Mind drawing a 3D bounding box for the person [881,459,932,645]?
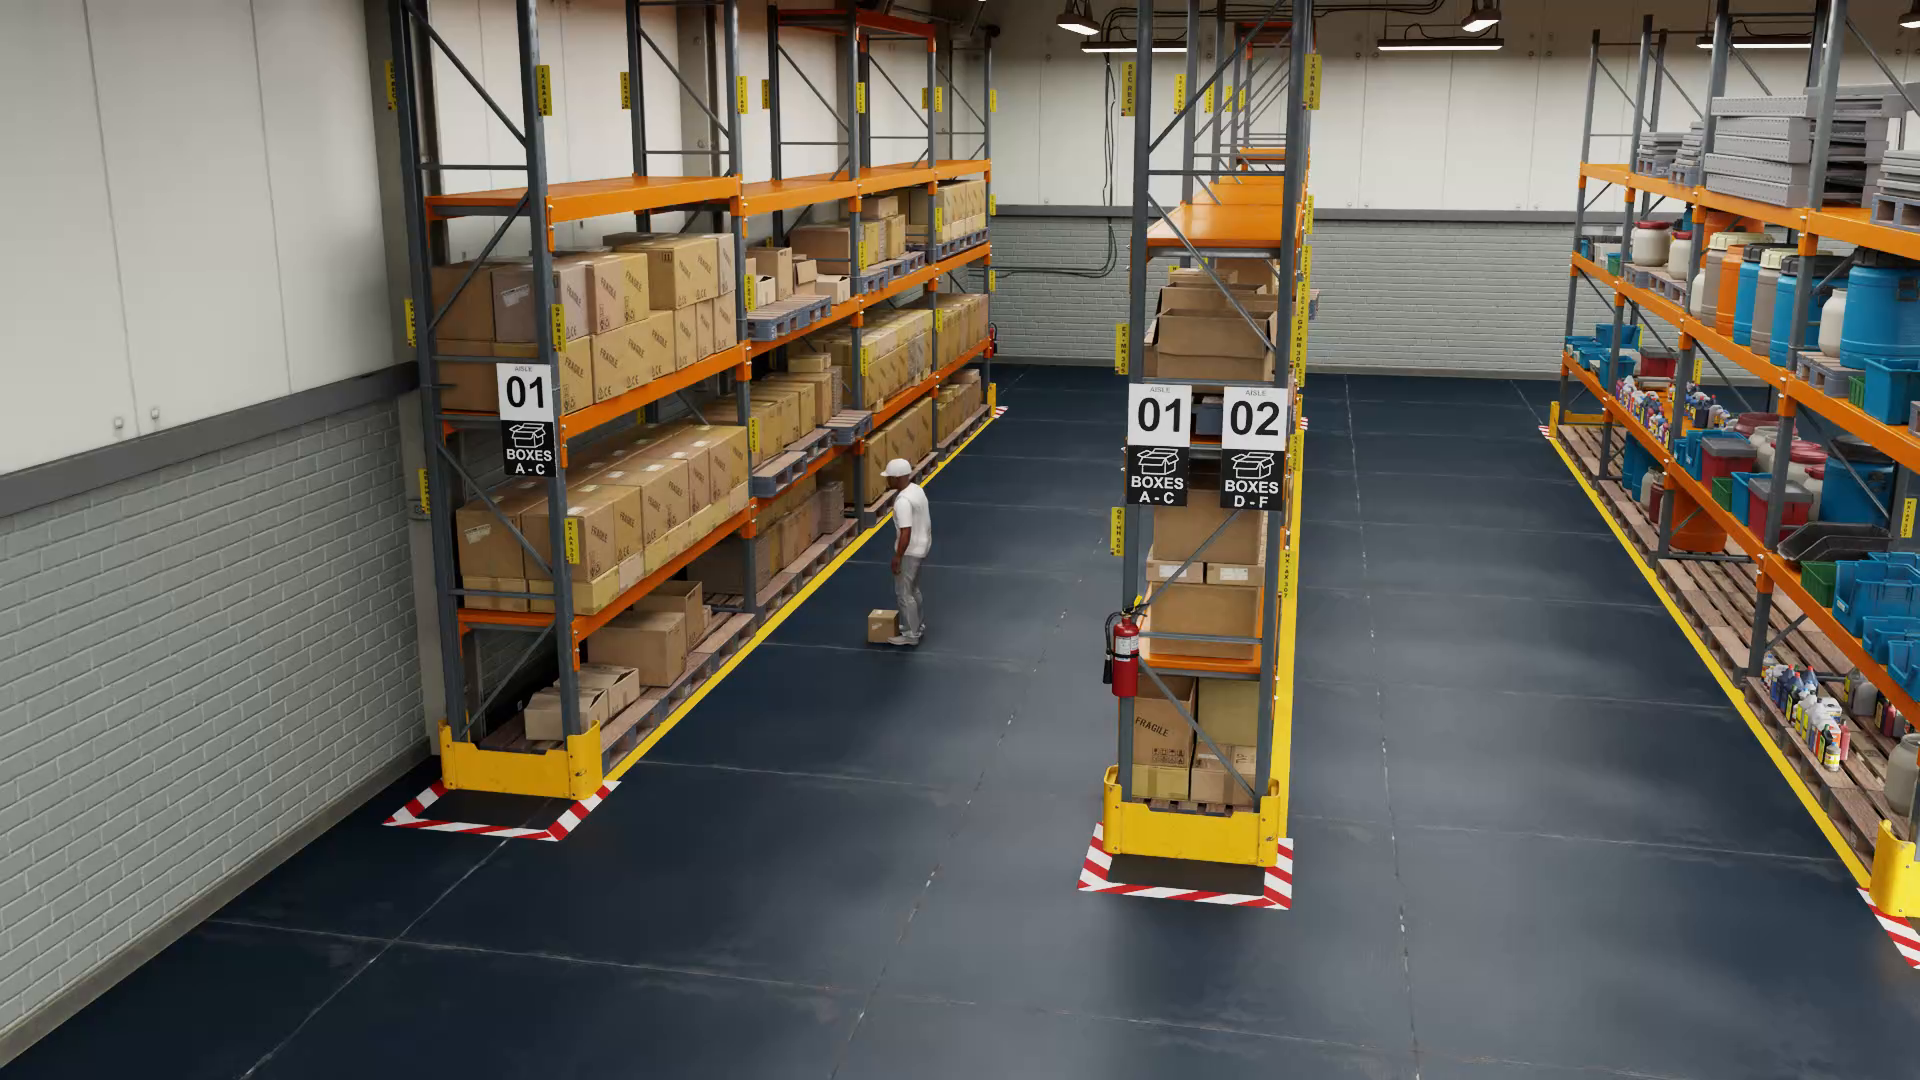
[{"bbox_3d":[-0.503,0.099,15.591,0.458,1.761,0.626,3,15,11],"label":"person"}]
